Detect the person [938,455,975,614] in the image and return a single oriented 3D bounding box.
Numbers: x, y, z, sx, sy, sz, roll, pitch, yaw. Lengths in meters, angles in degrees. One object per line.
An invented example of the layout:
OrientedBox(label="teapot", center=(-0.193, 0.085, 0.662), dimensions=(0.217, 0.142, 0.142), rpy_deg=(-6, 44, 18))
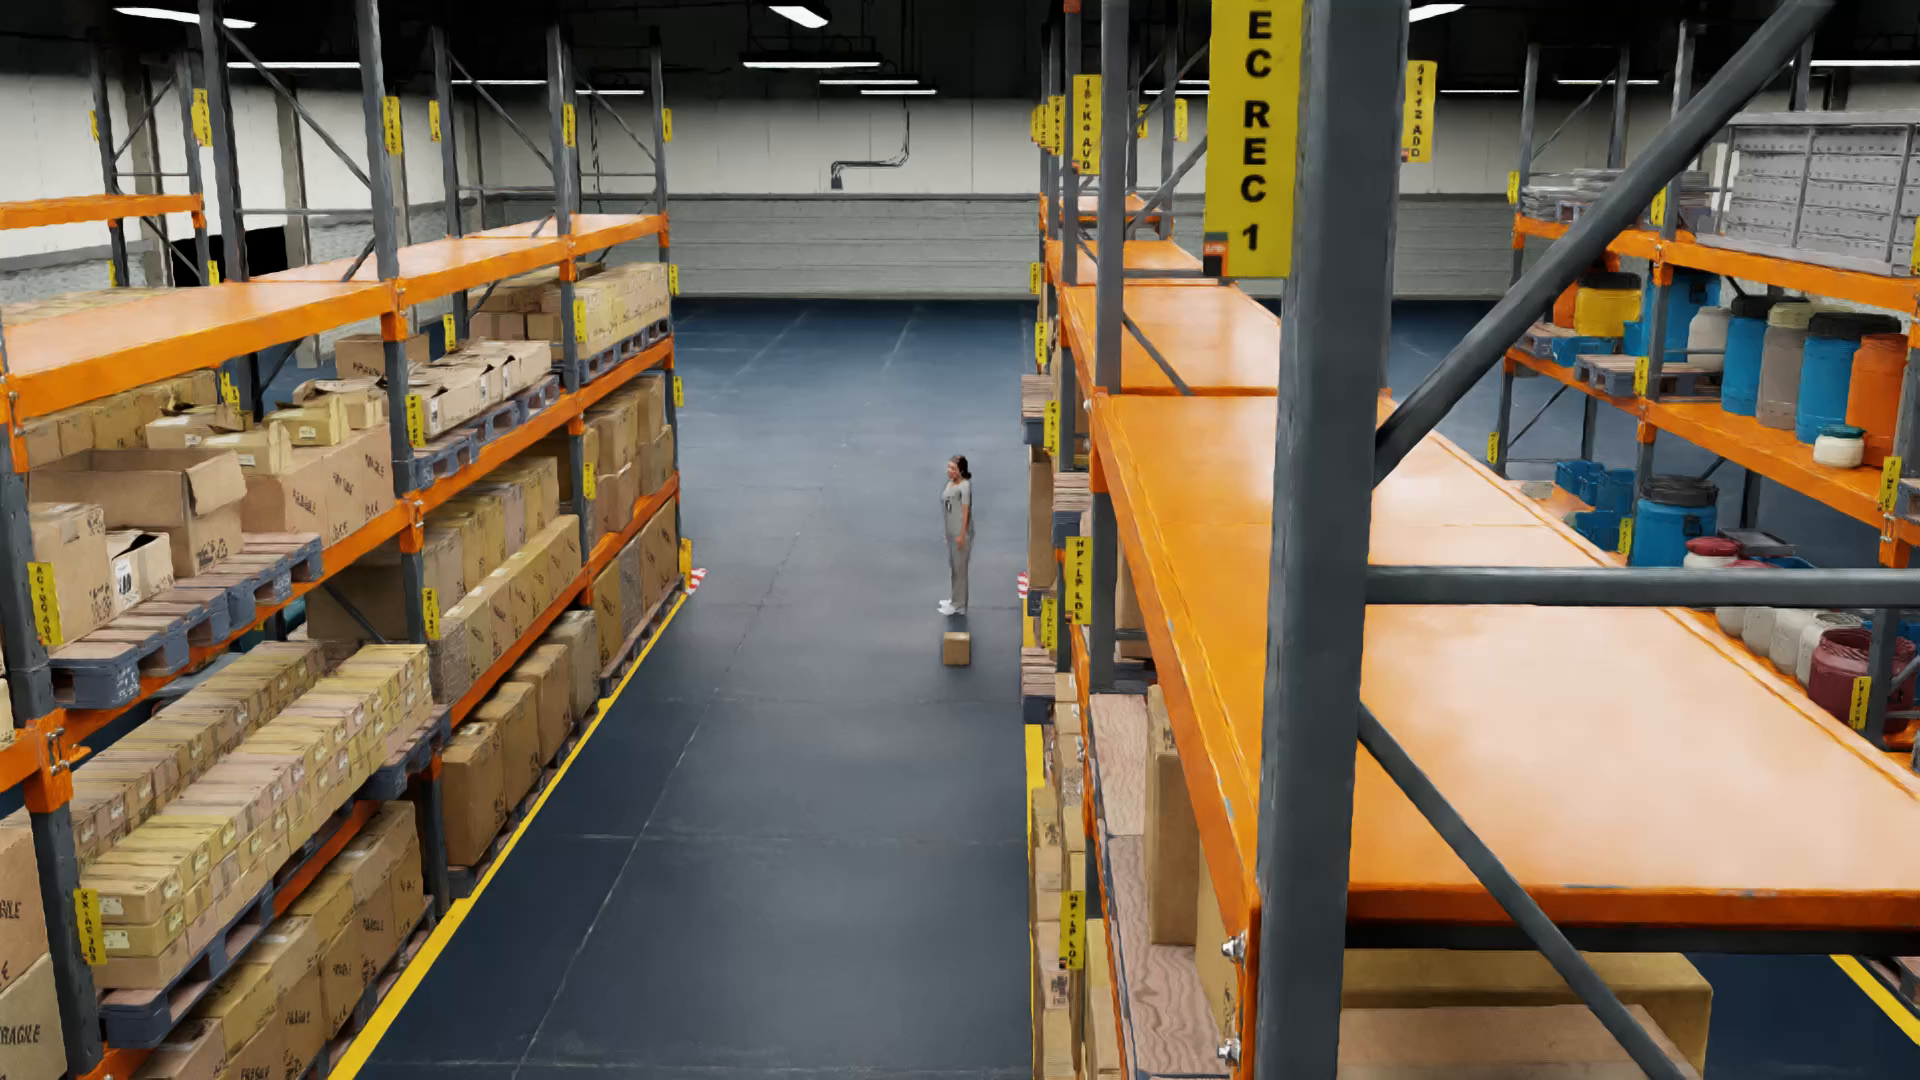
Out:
OrientedBox(label="person", center=(-0.075, -0.065, 17.385), dimensions=(0.449, 1.680, 0.525), rpy_deg=(-6, 15, -24))
